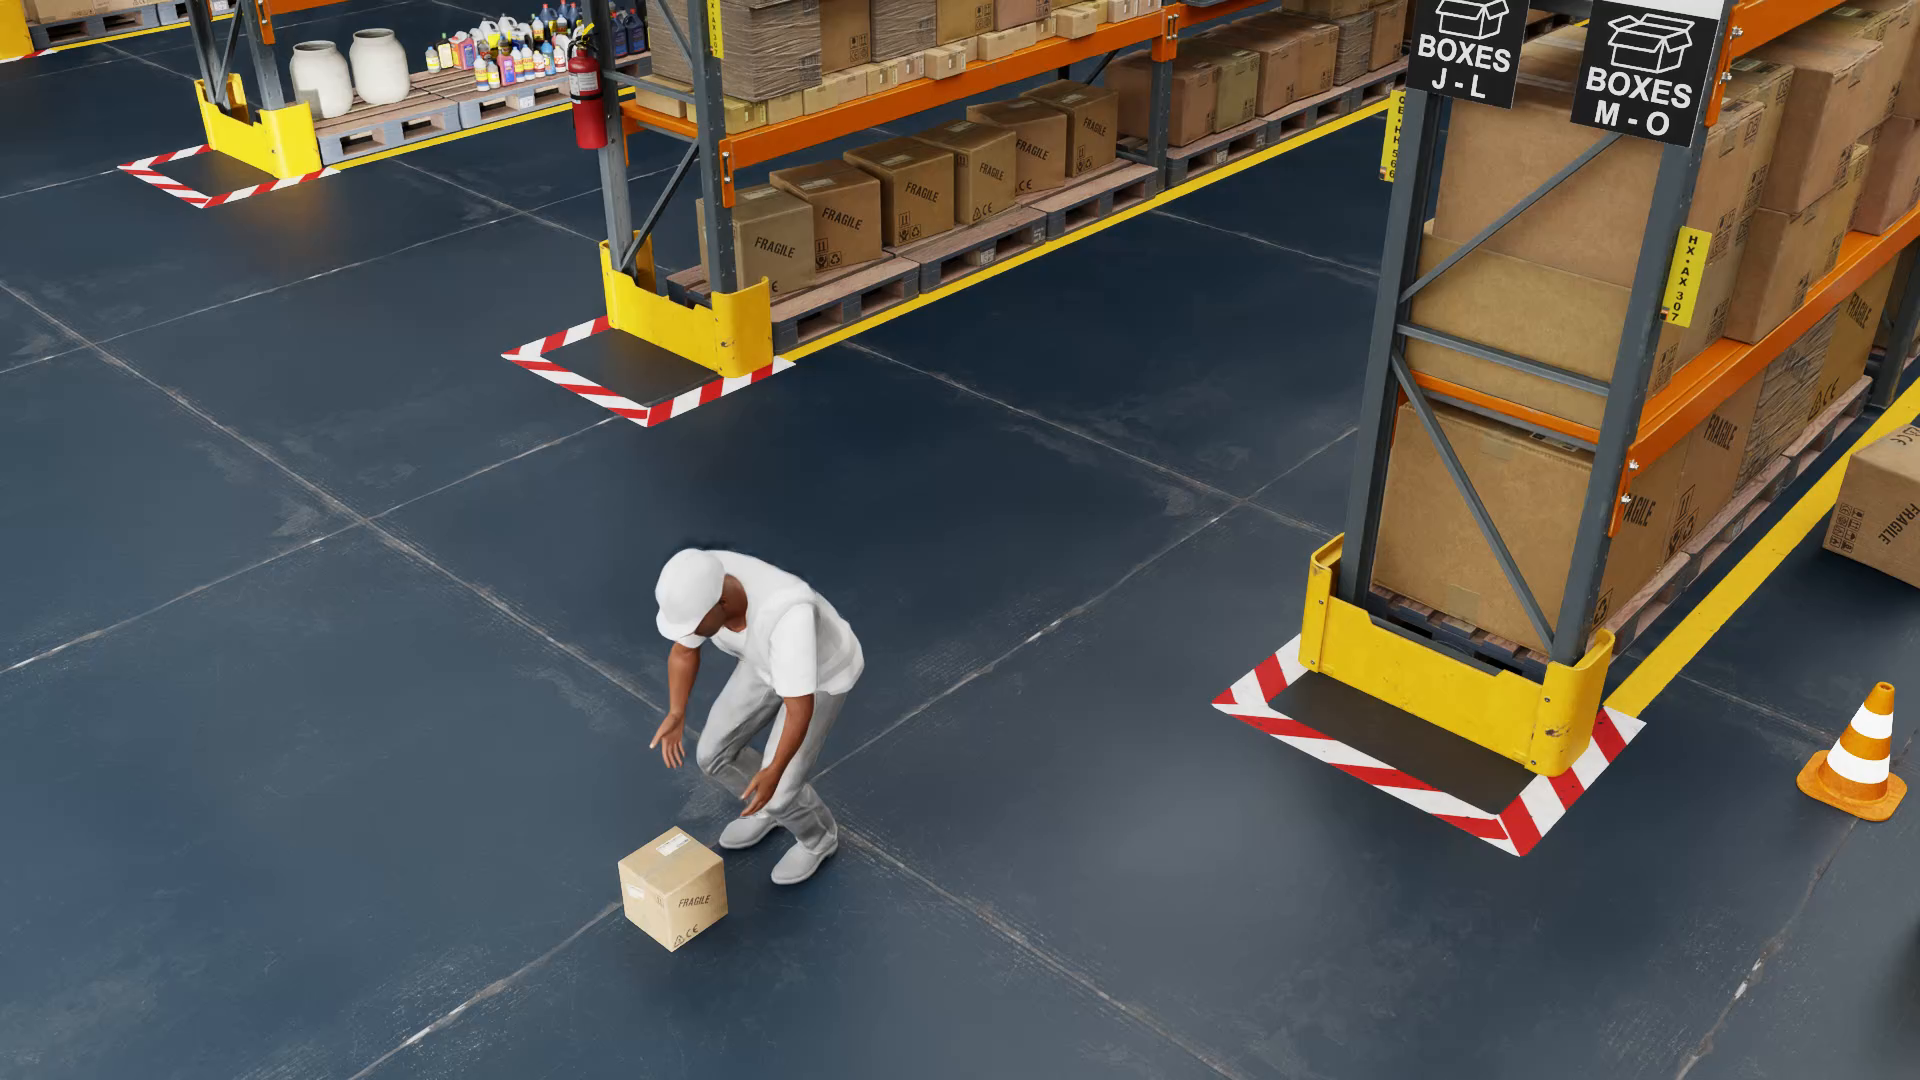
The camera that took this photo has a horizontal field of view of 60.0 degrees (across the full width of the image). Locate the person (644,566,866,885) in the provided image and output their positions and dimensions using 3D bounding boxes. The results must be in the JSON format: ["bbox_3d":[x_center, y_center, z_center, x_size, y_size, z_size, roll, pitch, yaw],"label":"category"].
[{"bbox_3d":[-0.656,0.570,5.577,0.631,1.343,0.792,25,39,35],"label":"person"}]
